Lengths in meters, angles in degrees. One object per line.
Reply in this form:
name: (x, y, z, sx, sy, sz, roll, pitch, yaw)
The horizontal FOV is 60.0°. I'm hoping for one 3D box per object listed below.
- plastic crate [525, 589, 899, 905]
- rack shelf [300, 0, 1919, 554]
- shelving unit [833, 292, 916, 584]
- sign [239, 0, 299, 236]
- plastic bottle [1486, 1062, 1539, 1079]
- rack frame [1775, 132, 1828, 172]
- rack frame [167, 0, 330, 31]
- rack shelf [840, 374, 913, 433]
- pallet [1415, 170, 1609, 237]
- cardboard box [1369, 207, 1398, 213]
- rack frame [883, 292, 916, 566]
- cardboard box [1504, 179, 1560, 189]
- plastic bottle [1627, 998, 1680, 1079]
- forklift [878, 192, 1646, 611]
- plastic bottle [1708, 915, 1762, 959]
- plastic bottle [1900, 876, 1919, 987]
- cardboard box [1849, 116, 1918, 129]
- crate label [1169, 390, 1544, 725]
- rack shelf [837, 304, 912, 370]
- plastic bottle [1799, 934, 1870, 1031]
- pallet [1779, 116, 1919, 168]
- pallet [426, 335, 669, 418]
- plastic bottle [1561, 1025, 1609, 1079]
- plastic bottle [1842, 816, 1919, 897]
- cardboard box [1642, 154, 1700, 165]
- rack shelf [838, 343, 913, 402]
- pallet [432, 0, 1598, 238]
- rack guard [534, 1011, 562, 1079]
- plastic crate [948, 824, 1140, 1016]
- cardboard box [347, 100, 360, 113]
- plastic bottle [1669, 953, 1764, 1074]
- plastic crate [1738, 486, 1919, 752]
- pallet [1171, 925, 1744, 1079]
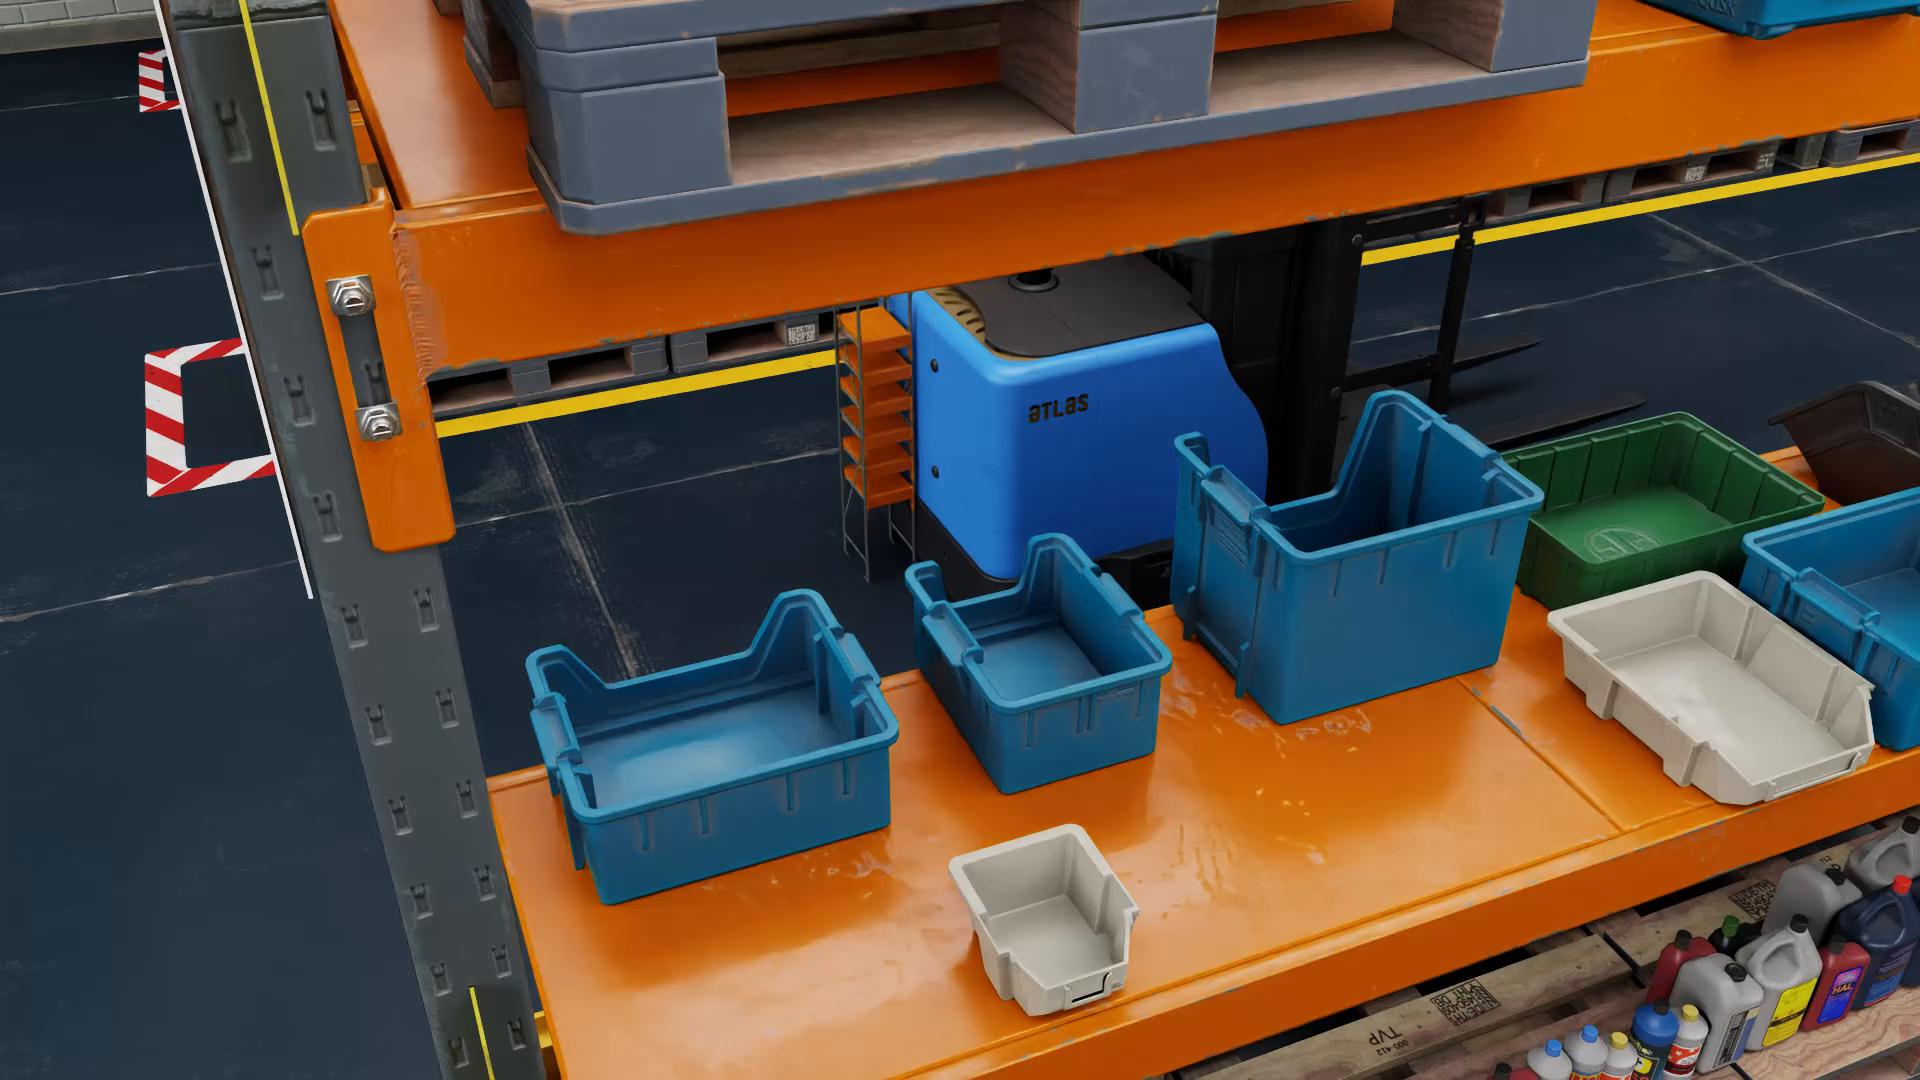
plastic crate: (-0.458, 0.366, 3.074, 0.616, 0.251, 0.499, -13, 35, -19)
rack shelf: (1.040, -0.818, 2.667, 4.000, 0.370, 1.077, -13, 35, -19)
shelving unit: (-0.296, -0.425, 5.804, 0.189, 1.200, 0.258, -14, 36, -21)
sign: (-0.595, -0.424, 1.393, 0.005, 0.325, 0.100, -13, 35, -19)
plastic bottle: (1.205, 1.249, 3.667, 0.133, 0.283, 0.061, -12, 35, -18)
rack frame: (4.659, -3.621, 9.065, 0.127, 3.000, 1.000, -13, 35, -19)
rack frame: (-0.804, -1.955, 1.003, 0.127, 3.000, 1.000, -13, 35, -19)
rack shelf: (-0.296, -0.489, 5.762, 0.180, 0.103, 0.258, -14, 36, -21)
pallet: (2.761, -2.043, 9.196, 1.213, 0.211, 1.003, -13, 35, -19)
cardboard box: (1.910, -1.868, 8.506, 0.500, 0.250, 0.500, -12, 35, -18)
rack frame: (-0.213, -0.447, 5.836, 0.006, 1.200, 0.240, -14, 36, -21)
cardboard box: (2.856, -2.086, 8.841, 0.500, 0.250, 0.500, -12, 35, -18)
plastic bottle: (1.584, 1.156, 3.821, 0.097, 0.271, 0.097, 0, 33, 0)
forklift: (1.257, -1.419, 5.744, 3.031, 2.935, 1.130, -14, 36, -21)
plastic bottle: (1.864, 1.013, 4.030, 0.133, 0.283, 0.061, -13, 35, -19)
plastic bottle: (2.402, 0.922, 4.108, 0.185, 0.351, 0.144, -14, 36, -20)
cardboard box: (5.189, -2.710, 9.553, 0.500, 0.500, 0.500, -11, 35, -17)
crate label: (0.789, 0.020, 3.436, 0.616, 0.435, 0.502, -13, 35, -19)
rack shelf: (-0.296, -0.690, 5.631, 0.180, 0.103, 0.258, -14, 36, -21)
plastic bottle: (2.091, 1.046, 3.979, 0.133, 0.283, 0.061, -11, 35, -16)
pallet: (5.362, -2.591, 10.038, 1.213, 0.211, 1.003, -13, 35, -19)
pallet: (-2.029, -0.946, 7.510, 1.213, 0.211, 1.003, -13, 35, -19)
plastic bottle: (1.397, 1.199, 3.755, 0.097, 0.271, 0.097, 0, 33, 0)
plastic bottle: (2.346, 0.849, 4.220, 0.185, 0.351, 0.144, -13, 35, -19)
cardboard box: (3.794, -2.300, 9.171, 0.500, 0.250, 0.500, -13, 35, -19)
rack shelf: (-0.296, -0.589, 5.697, 0.180, 0.103, 0.258, -14, 36, -21)
pallet: (-0.003, -0.744, 2.066, 1.213, 0.211, 1.003, -13, 35, -19)
rack guard: (-0.752, 1.568, 3.382, 0.348, 0.500, 1.175, -13, 35, -19)
plastic crate: (0.146, 0.643, 2.753, 0.250, 0.136, 0.298, -13, 35, -19)
cardboard box: (-2.282, -2.066, 6.583, 0.500, 0.500, 0.700, -13, 35, -19)
plastic bottle: (1.776, 1.094, 3.912, 0.135, 0.276, 0.152, -12, 35, -18)
plastic crate: (1.969, 0.148, 3.409, 0.616, 0.251, 0.499, -13, 35, -19)
pallet: (1.123, 1.264, 4.113, 1.213, 0.211, 1.003, -13, 35, -19)
